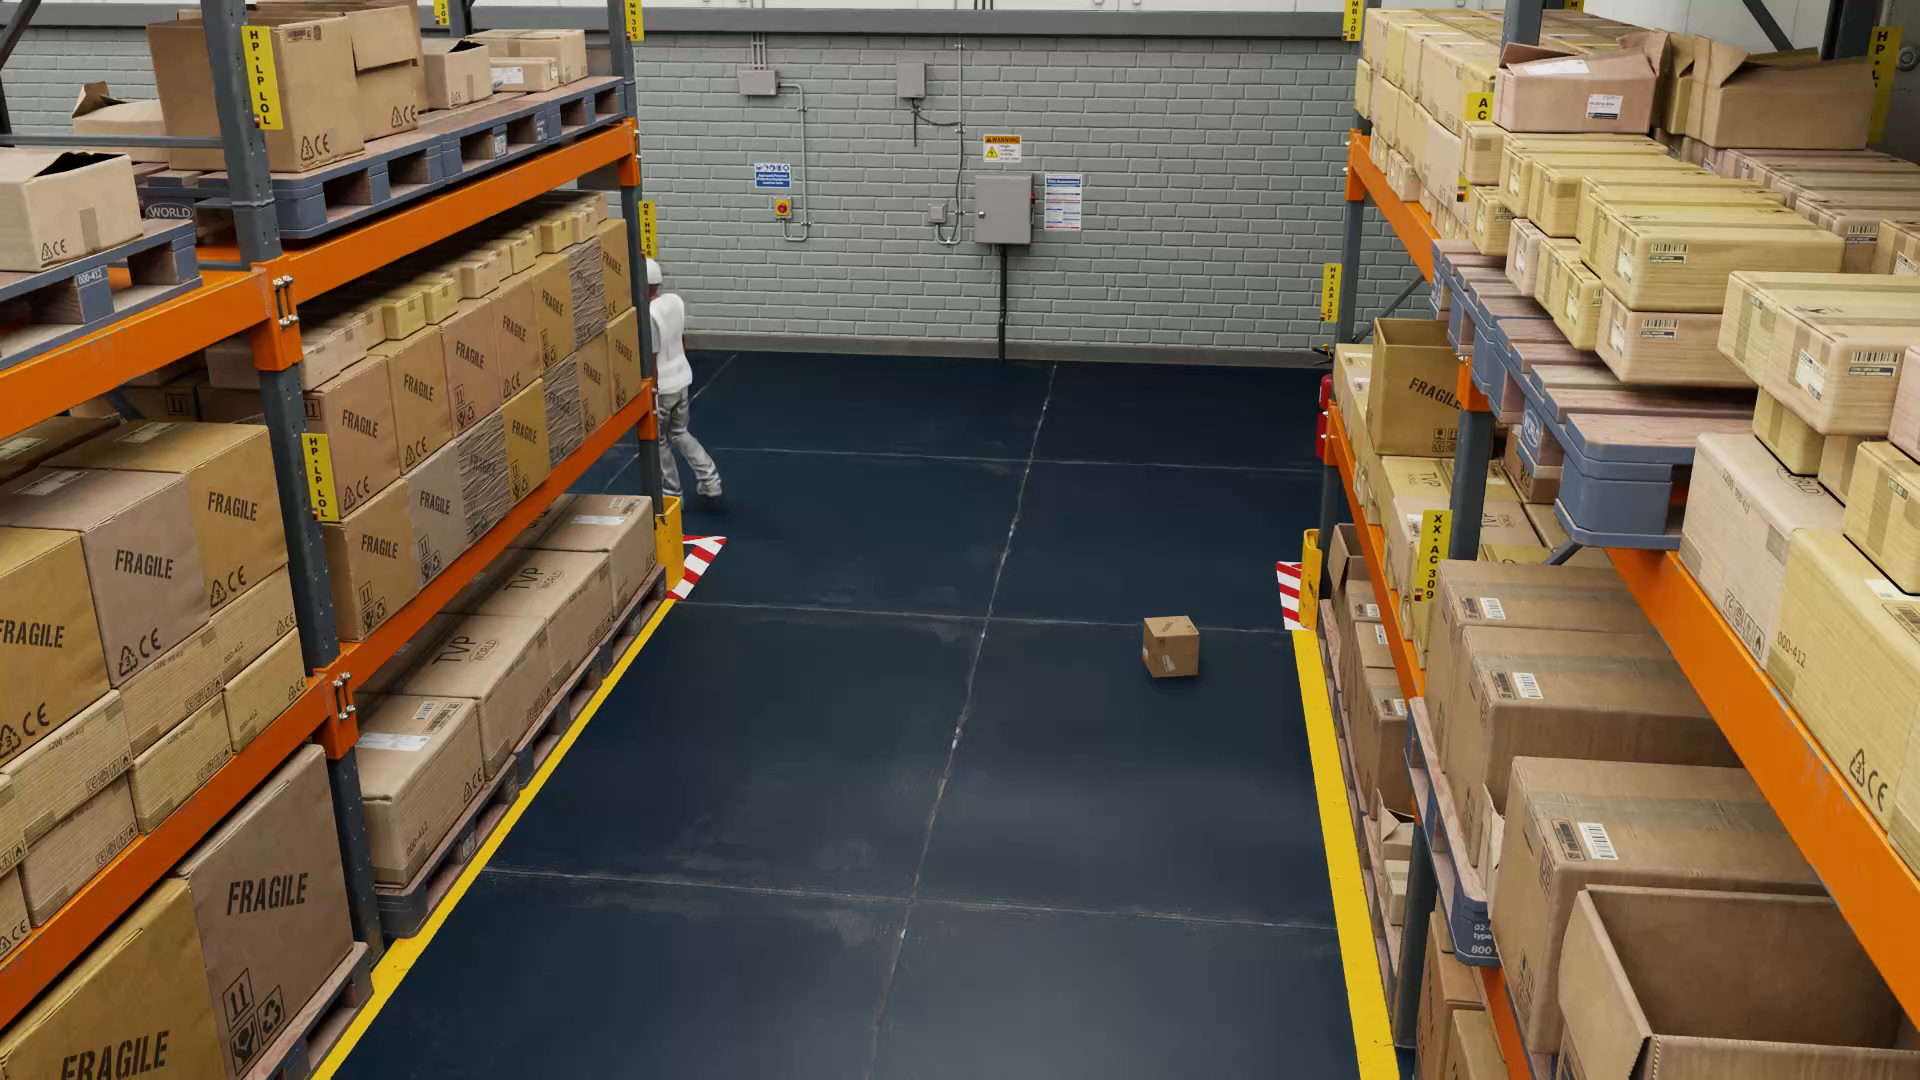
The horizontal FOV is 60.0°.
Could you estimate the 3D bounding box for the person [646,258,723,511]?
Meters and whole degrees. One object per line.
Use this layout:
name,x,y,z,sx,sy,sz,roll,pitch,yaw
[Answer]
person,-1.946,-1.030,11.237,0.568,1.769,0.600,7,22,18
